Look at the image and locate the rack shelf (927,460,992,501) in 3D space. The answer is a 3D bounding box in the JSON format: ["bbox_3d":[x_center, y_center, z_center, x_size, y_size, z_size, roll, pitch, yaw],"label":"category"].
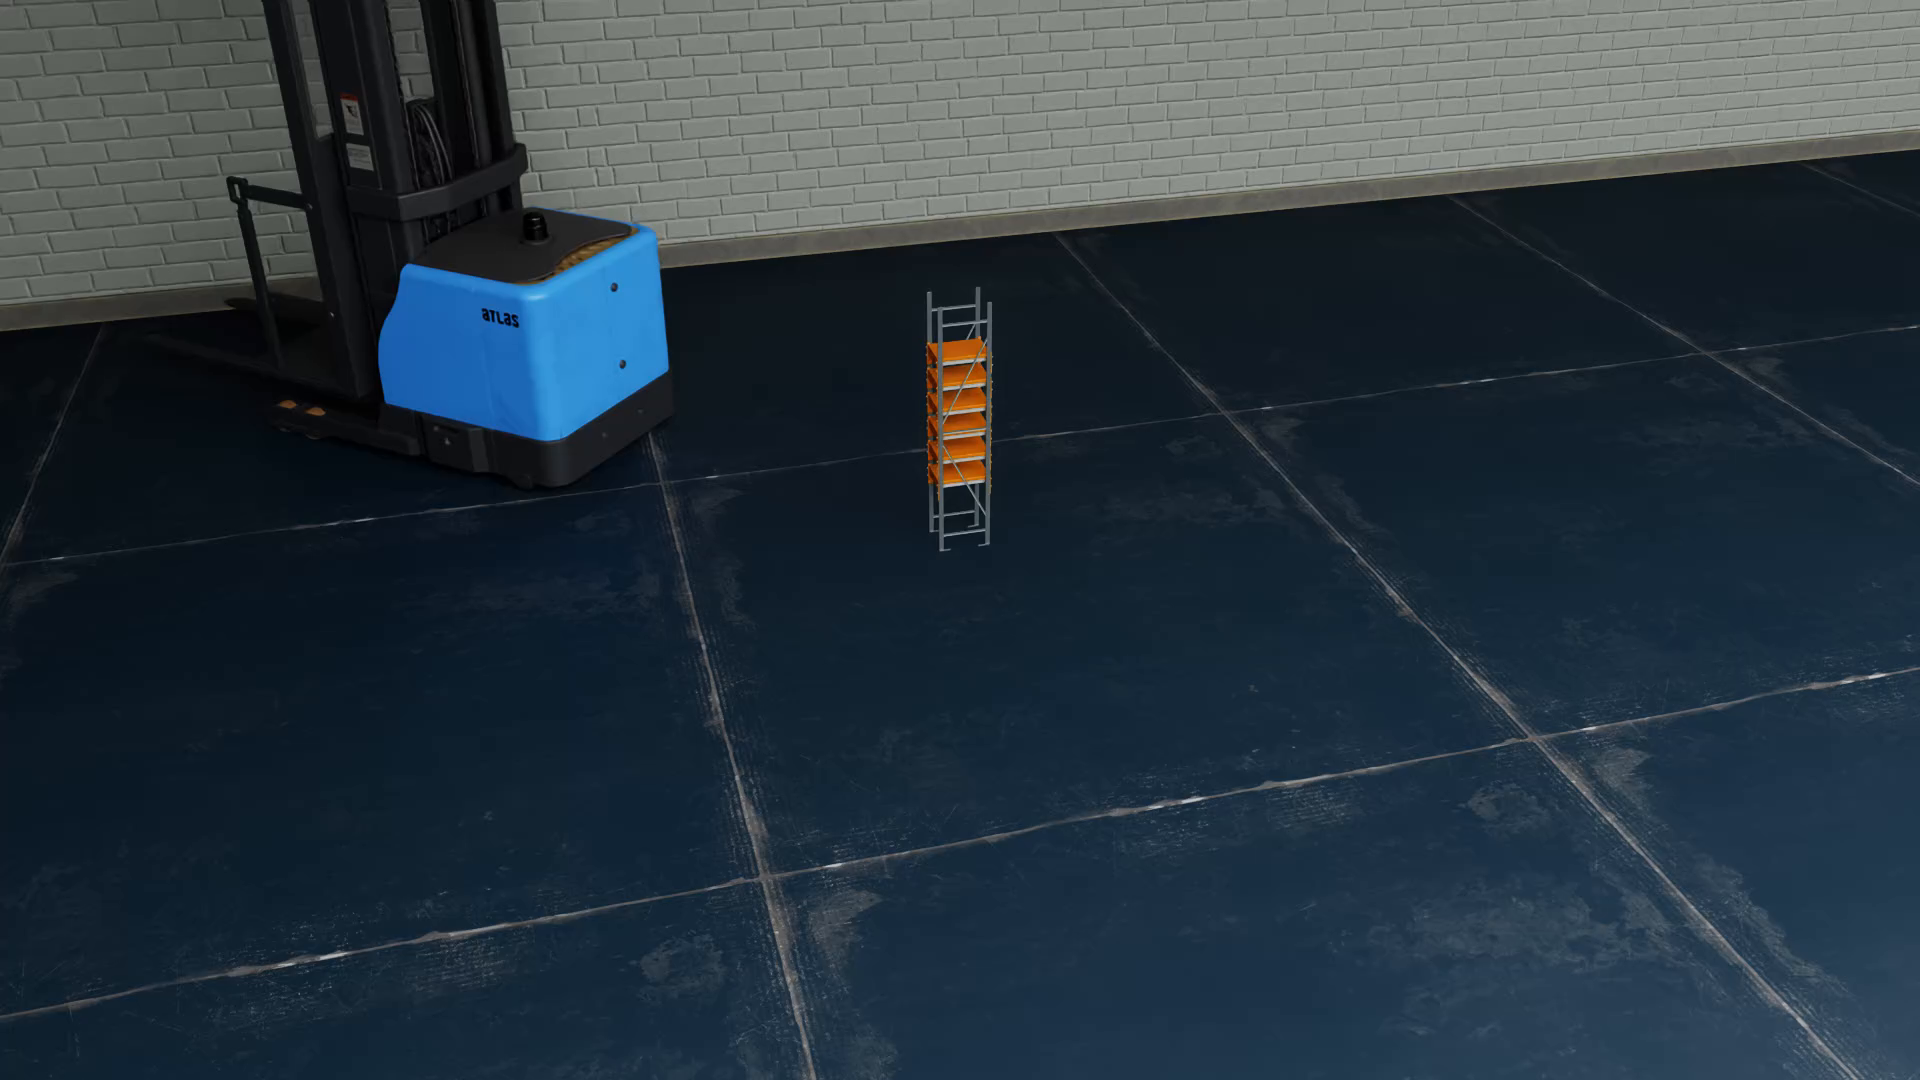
[{"bbox_3d":[-0.004,-0.280,7.604,0.258,0.103,0.180,-8,31,-13],"label":"rack shelf"}]

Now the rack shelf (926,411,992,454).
[{"bbox_3d":[-0.004,-0.488,7.484,0.258,0.103,0.180,-8,31,-13],"label":"rack shelf"}]

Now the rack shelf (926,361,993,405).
[{"bbox_3d":[-0.004,-0.696,7.364,0.258,0.103,0.180,-8,31,-13],"label":"rack shelf"}]

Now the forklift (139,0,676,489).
[{"bbox_3d":[-3.056,-2.012,8.300,3.031,2.935,1.130,14,33,22],"label":"forklift"}]

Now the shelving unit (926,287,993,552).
[{"bbox_3d":[-0.004,-0.526,7.462,0.258,1.200,0.189,-8,31,-13],"label":"shelving unit"}]

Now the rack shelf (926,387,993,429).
[{"bbox_3d":[-0.004,-0.592,7.424,0.258,0.103,0.180,-8,31,-13],"label":"rack shelf"}]

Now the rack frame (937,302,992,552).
[{"bbox_3d":[0.020,-0.482,7.385,0.240,1.200,0.006,-8,31,-13],"label":"rack frame"}]

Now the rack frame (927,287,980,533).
[{"bbox_3d":[-0.028,-0.570,7.538,0.240,1.200,0.006,-8,31,-13],"label":"rack frame"}]

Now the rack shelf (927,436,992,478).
[{"bbox_3d":[-0.004,-0.384,7.544,0.258,0.103,0.180,-8,31,-13],"label":"rack shelf"}]

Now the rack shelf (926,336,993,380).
[{"bbox_3d":[-0.004,-0.799,7.303,0.258,0.103,0.180,-8,31,-13],"label":"rack shelf"}]
